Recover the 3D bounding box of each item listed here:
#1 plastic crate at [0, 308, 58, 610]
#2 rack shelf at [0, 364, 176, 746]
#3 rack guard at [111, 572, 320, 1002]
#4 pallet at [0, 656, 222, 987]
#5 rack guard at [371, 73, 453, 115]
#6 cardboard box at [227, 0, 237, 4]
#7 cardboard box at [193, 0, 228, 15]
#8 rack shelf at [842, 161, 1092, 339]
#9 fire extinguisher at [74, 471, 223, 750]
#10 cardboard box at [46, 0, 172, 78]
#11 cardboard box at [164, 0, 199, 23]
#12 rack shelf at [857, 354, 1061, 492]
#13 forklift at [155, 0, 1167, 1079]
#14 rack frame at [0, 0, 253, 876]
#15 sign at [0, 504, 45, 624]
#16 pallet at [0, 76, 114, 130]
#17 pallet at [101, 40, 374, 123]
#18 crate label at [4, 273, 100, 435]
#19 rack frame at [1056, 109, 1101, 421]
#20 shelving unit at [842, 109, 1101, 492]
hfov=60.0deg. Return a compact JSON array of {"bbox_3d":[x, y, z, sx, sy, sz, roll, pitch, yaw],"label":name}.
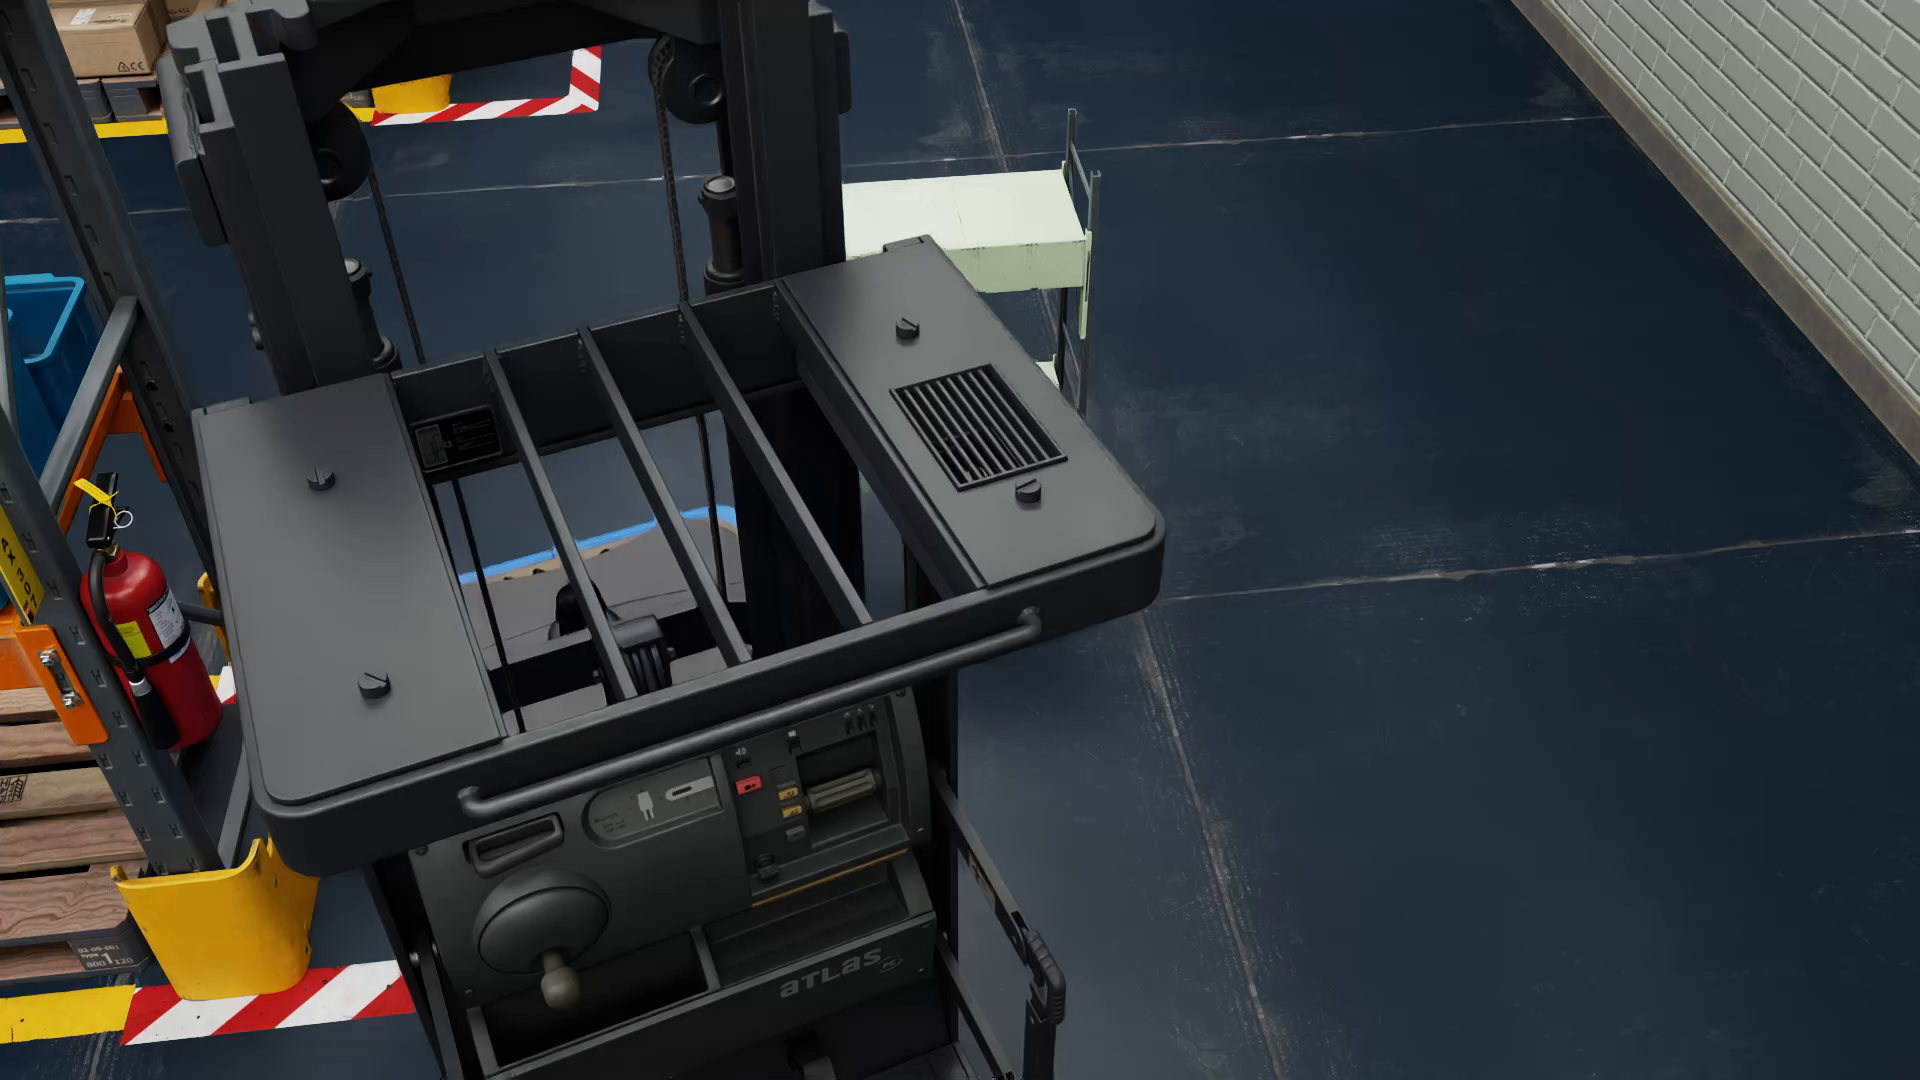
[{"bbox_3d":[-2.322,-0.163,3.620,0.499,0.435,0.616,-5,42,-6],"label":"plastic crate"},{"bbox_3d":[-3.997,0.160,3.870,4.000,0.370,1.077,-5,42,-6],"label":"rack shelf"},{"bbox_3d":[-1.992,0.636,4.671,0.348,0.500,1.175,-5,42,-6],"label":"rack guard"},{"bbox_3d":[-2.837,0.800,4.705,1.213,0.211,1.003,-5,42,-6],"label":"pallet"},{"bbox_3d":[-2.728,-2.636,8.299,0.348,0.500,1.175,-5,42,-6],"label":"rack guard"},{"bbox_3d":[-3.160,-2.595,7.926,0.500,0.500,0.500,-5,42,-6],"label":"cardboard box"},{"bbox_3d":[-3.573,-2.496,8.065,0.250,0.166,0.380,-5,42,-6],"label":"cardboard box"},{"bbox_3d":[-0.007,-0.846,4.986,0.720,0.370,0.431,-5,42,-6],"label":"rack shelf"},{"bbox_3d":[-1.806,0.175,3.653,0.183,0.674,0.296,-5,42,-6],"label":"fire extinguisher"},{"bbox_3d":[-4.106,-2.440,7.940,0.500,0.250,0.500,-5,42,-6],"label":"cardboard box"},{"bbox_3d":[-3.724,-2.811,8.352,0.500,0.250,0.500,-5,42,-6],"label":"cardboard box"},{"bbox_3d":[-0.007,-0.314,5.465,0.720,0.370,0.431,-5,42,-6],"label":"rack shelf"},{"bbox_3d":[-0.412,0.626,2.868,1.130,2.935,3.031,-17,45,-18],"label":"forklift"},{"bbox_3d":[-2.014,-0.281,3.822,0.127,3.000,1.000,-5,42,-6],"label":"rack frame"},{"bbox_3d":[-1.927,0.022,3.364,0.005,0.325,0.100,-5,42,-6],"label":"sign"},{"bbox_3d":[-4.726,-2.355,8.204,1.213,0.211,1.003,-5,42,-6],"label":"pallet"},{"bbox_3d":[-3.518,-2.459,8.319,1.213,0.211,1.003,-5,42,-6],"label":"pallet"},{"bbox_3d":[-2.302,-0.438,4.077,0.303,0.233,0.416,-5,42,-6],"label":"crate label"},{"bbox_3d":[0.356,-0.588,5.282,0.023,1.500,0.400,-5,42,-6],"label":"rack frame"},{"bbox_3d":[-0.007,-0.556,5.247,0.755,1.500,0.431,-5,42,-6],"label":"shelving unit"}]
